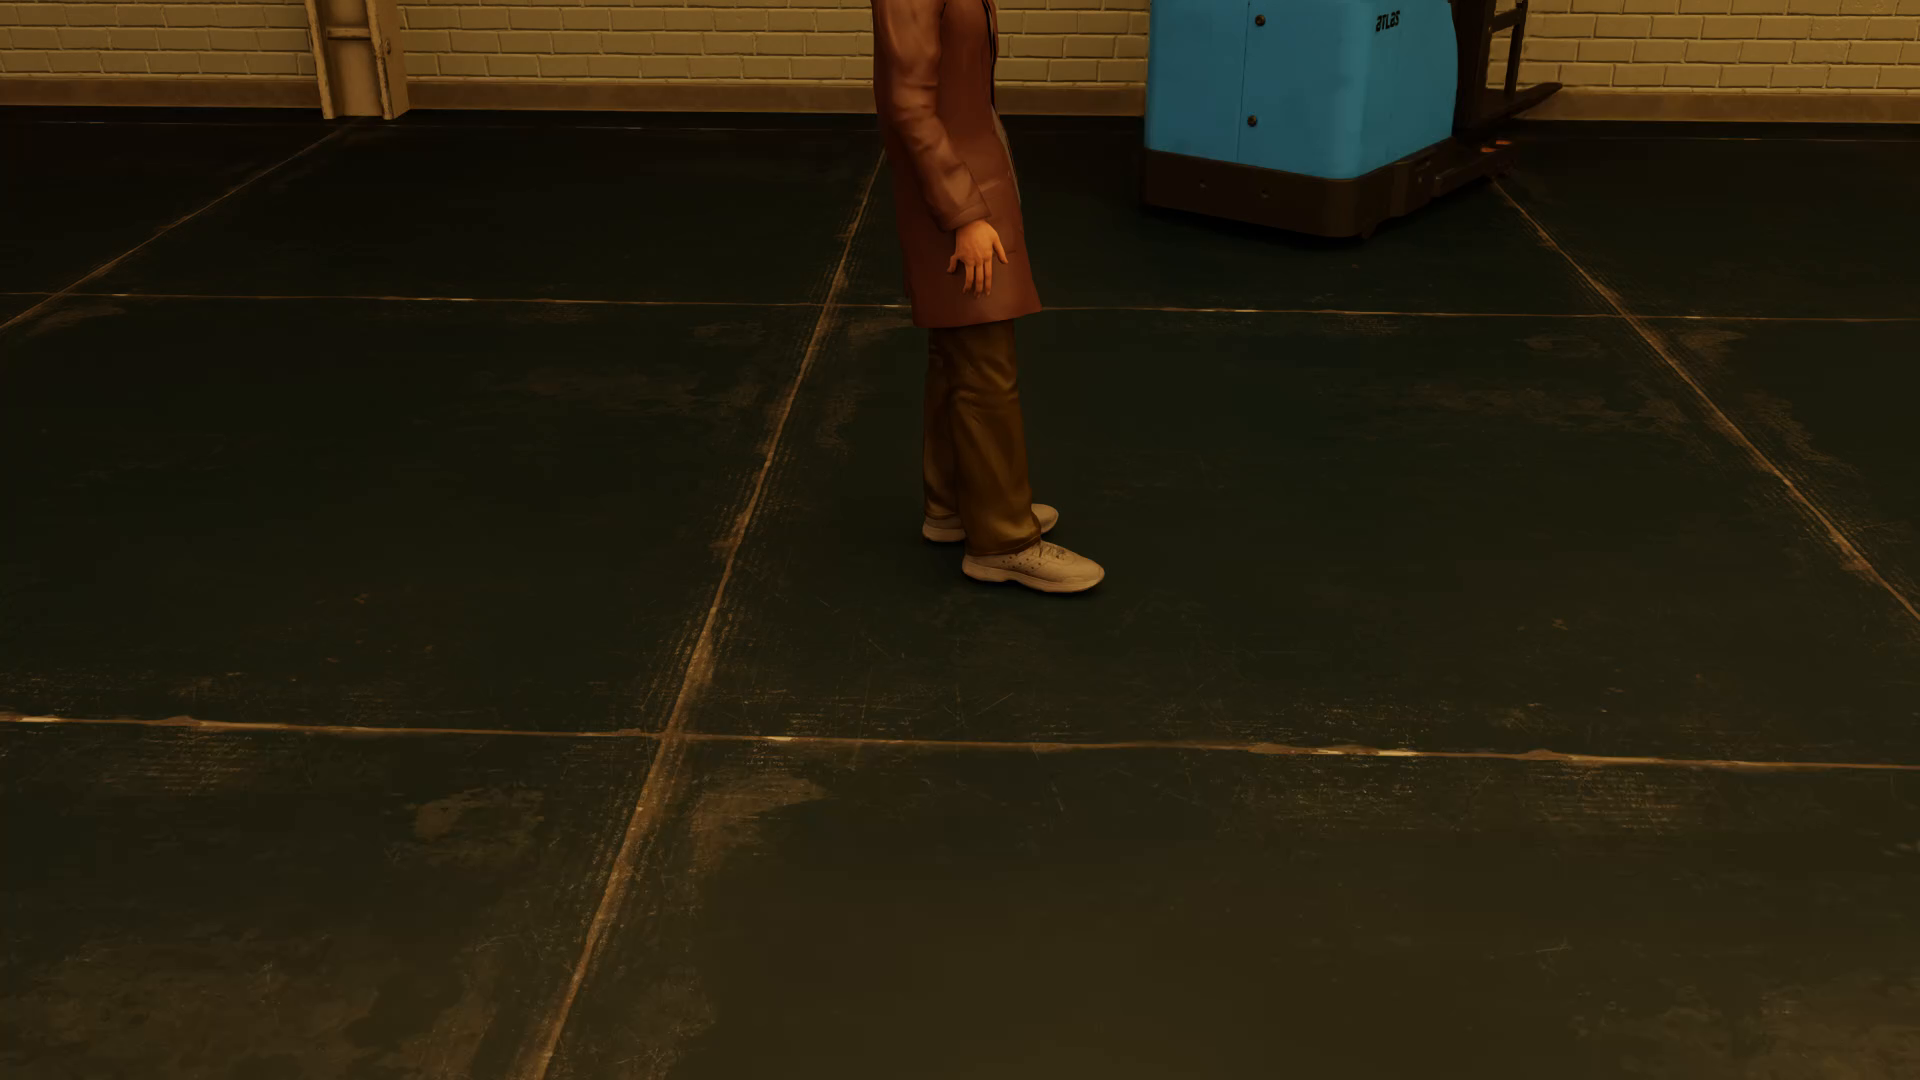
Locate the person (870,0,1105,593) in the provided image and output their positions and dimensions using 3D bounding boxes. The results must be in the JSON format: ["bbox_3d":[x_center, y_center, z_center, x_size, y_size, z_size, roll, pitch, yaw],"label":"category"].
[{"bbox_3d":[0.090,-0.800,4.117,0.582,1.775,0.696,1,26,2],"label":"person"}]

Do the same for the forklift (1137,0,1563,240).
[{"bbox_3d":[2.091,-3.157,7.608,1.130,2.935,3.031,19,32,33],"label":"forklift"}]
